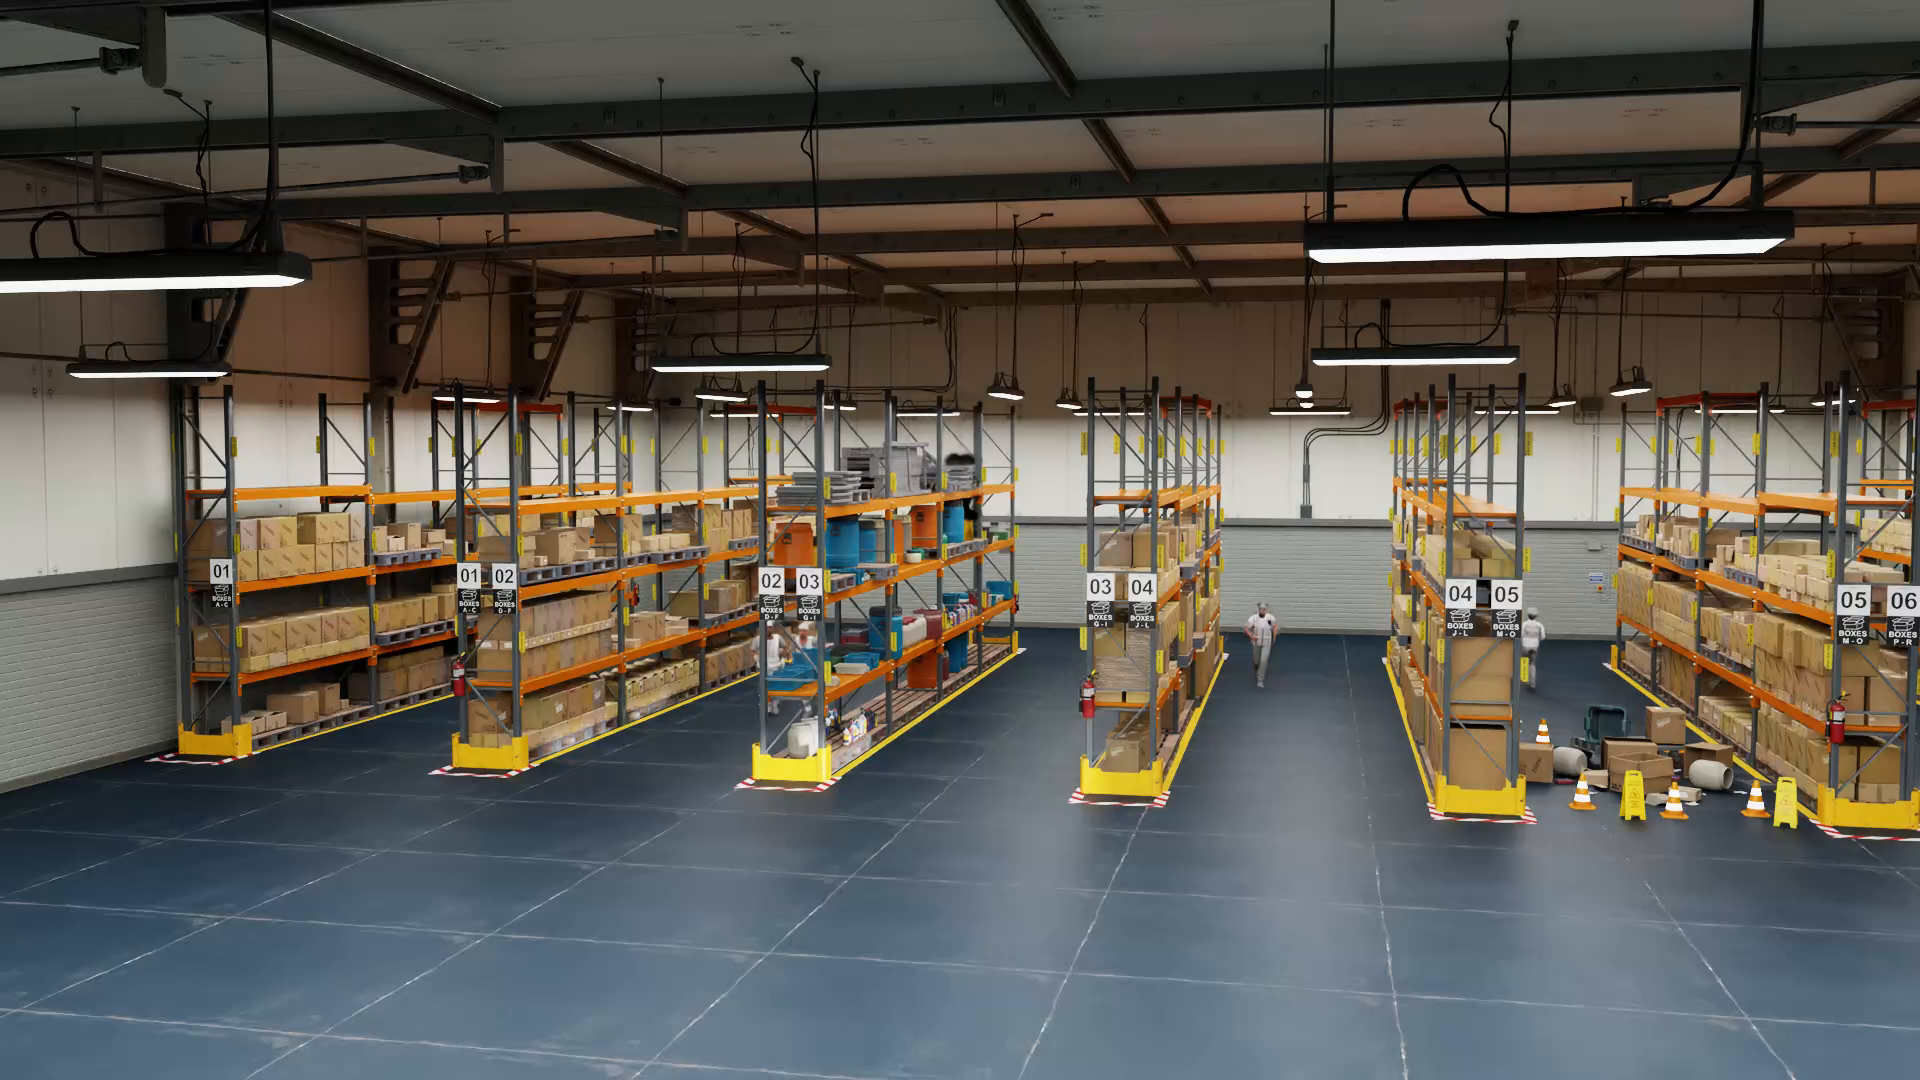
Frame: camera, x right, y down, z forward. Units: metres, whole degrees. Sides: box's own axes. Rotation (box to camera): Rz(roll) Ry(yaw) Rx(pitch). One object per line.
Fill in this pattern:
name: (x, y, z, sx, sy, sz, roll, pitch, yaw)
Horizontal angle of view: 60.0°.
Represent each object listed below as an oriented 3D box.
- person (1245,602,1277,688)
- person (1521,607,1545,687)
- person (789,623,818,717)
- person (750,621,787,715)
person: (6.346, 2.177, 35.036, 0.687, 1.775, 0.913, 0, 3, 6)
person: (11.847, 2.229, 34.619, 0.625, 1.658, 0.591, 0, 3, 5)
person: (-2.858, 2.412, 31.133, 0.685, 1.750, 0.761, 0, 3, 6)
person: (-3.584, 2.387, 31.012, 0.682, 1.770, 0.651, 0, 3, -1)
